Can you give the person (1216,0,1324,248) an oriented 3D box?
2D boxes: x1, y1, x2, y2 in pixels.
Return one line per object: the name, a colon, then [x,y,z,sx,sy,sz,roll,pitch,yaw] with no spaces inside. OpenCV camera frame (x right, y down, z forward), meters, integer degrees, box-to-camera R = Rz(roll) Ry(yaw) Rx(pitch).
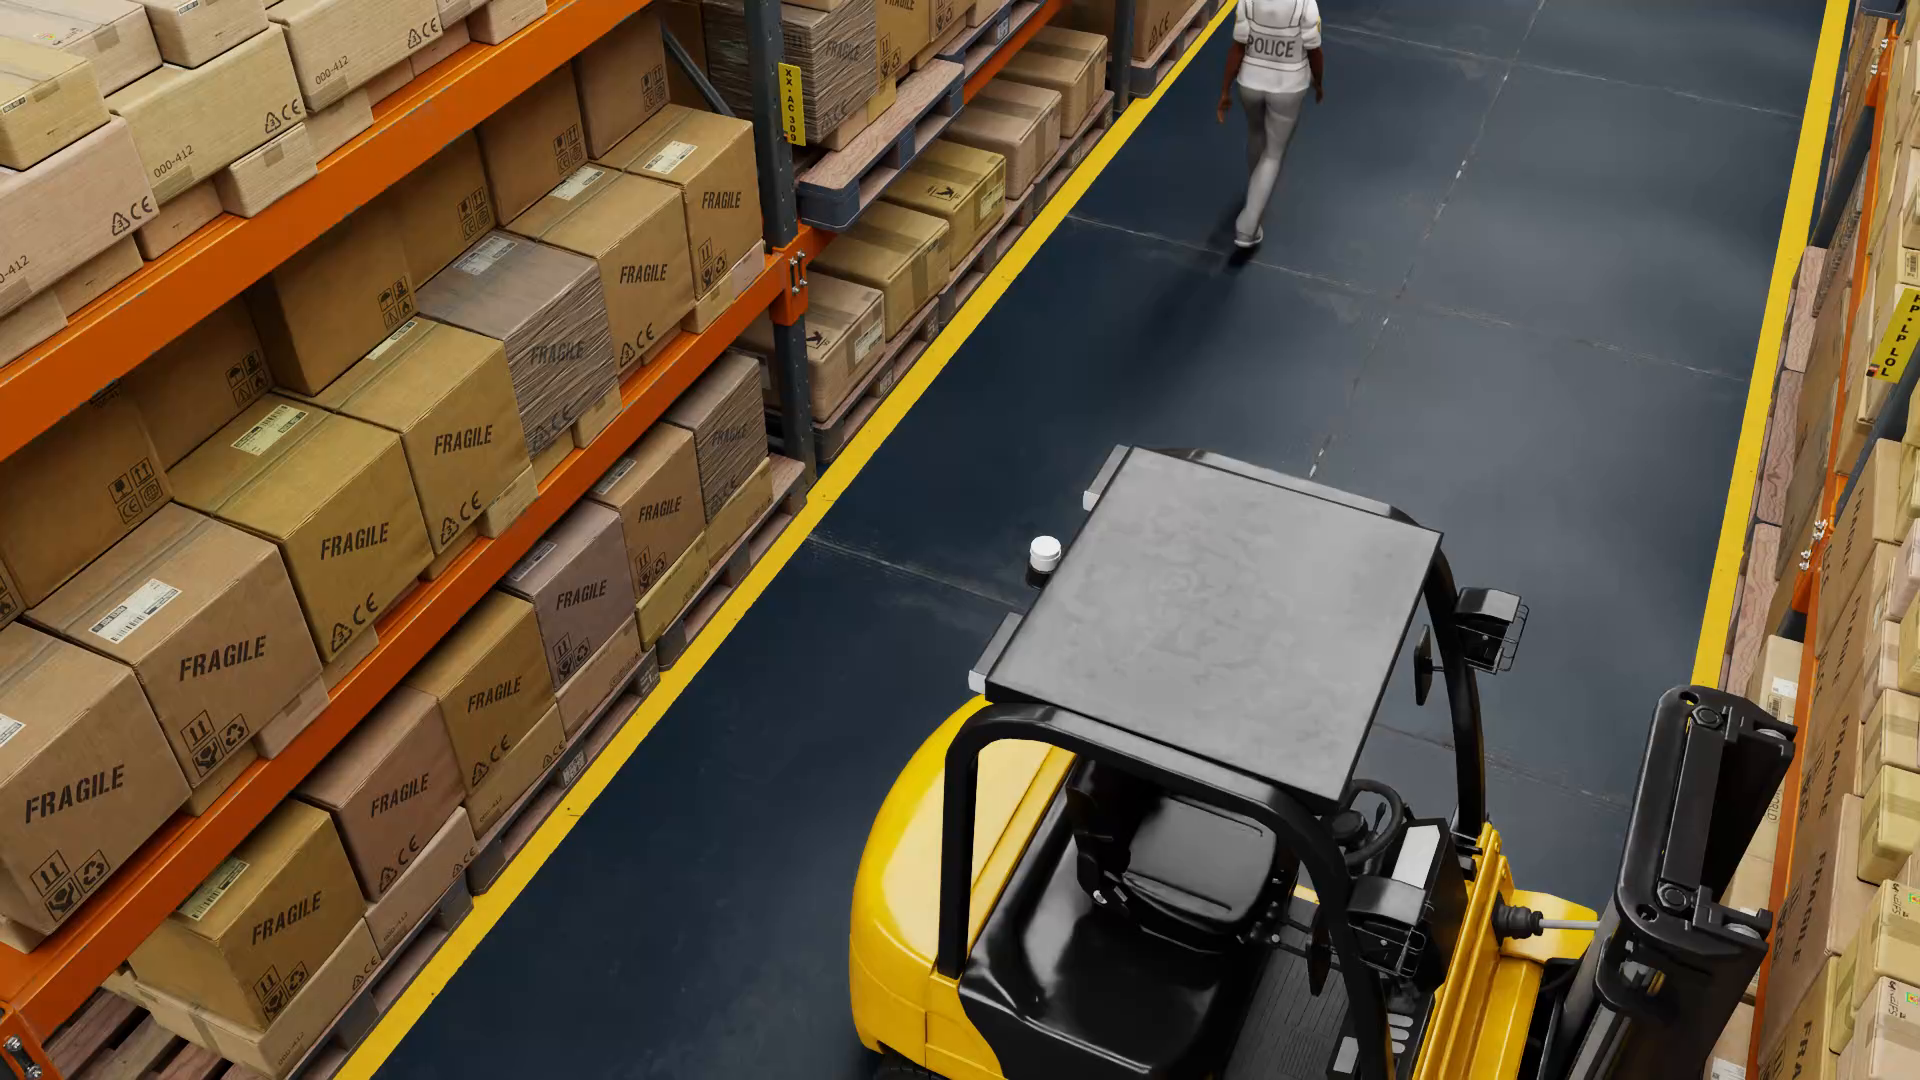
person: [1.671,-2.437,8.825,0.473,1.633,1.016,21,46,21]
